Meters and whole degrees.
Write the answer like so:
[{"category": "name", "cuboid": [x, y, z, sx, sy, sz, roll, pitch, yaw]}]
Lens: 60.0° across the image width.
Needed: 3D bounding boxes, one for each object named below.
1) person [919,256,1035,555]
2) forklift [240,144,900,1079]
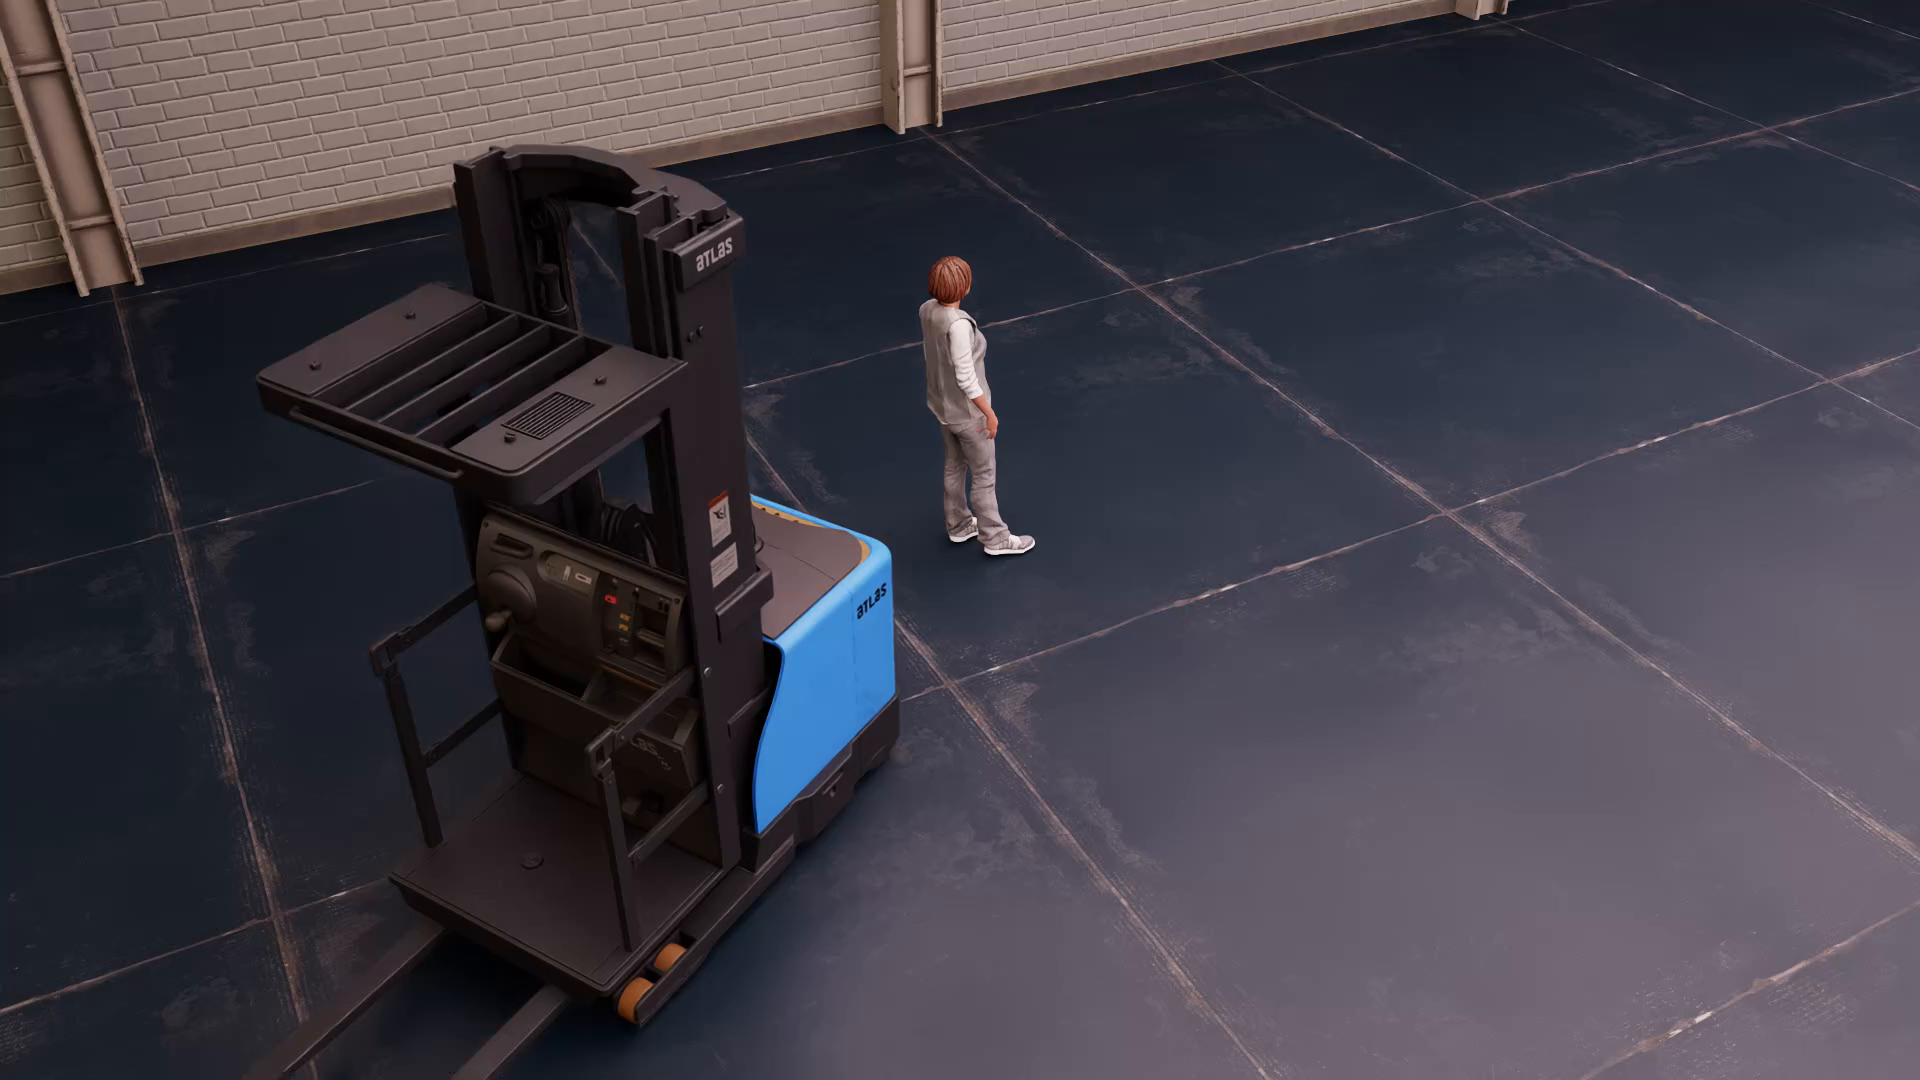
[{"category": "person", "cuboid": [0.071, -0.671, 8.215, 0.475, 1.596, 0.521, -17, 39, -23]}, {"category": "forklift", "cuboid": [-1.459, 0.279, 5.728, 1.130, 2.935, 3.031, 19, 40, 25]}]
